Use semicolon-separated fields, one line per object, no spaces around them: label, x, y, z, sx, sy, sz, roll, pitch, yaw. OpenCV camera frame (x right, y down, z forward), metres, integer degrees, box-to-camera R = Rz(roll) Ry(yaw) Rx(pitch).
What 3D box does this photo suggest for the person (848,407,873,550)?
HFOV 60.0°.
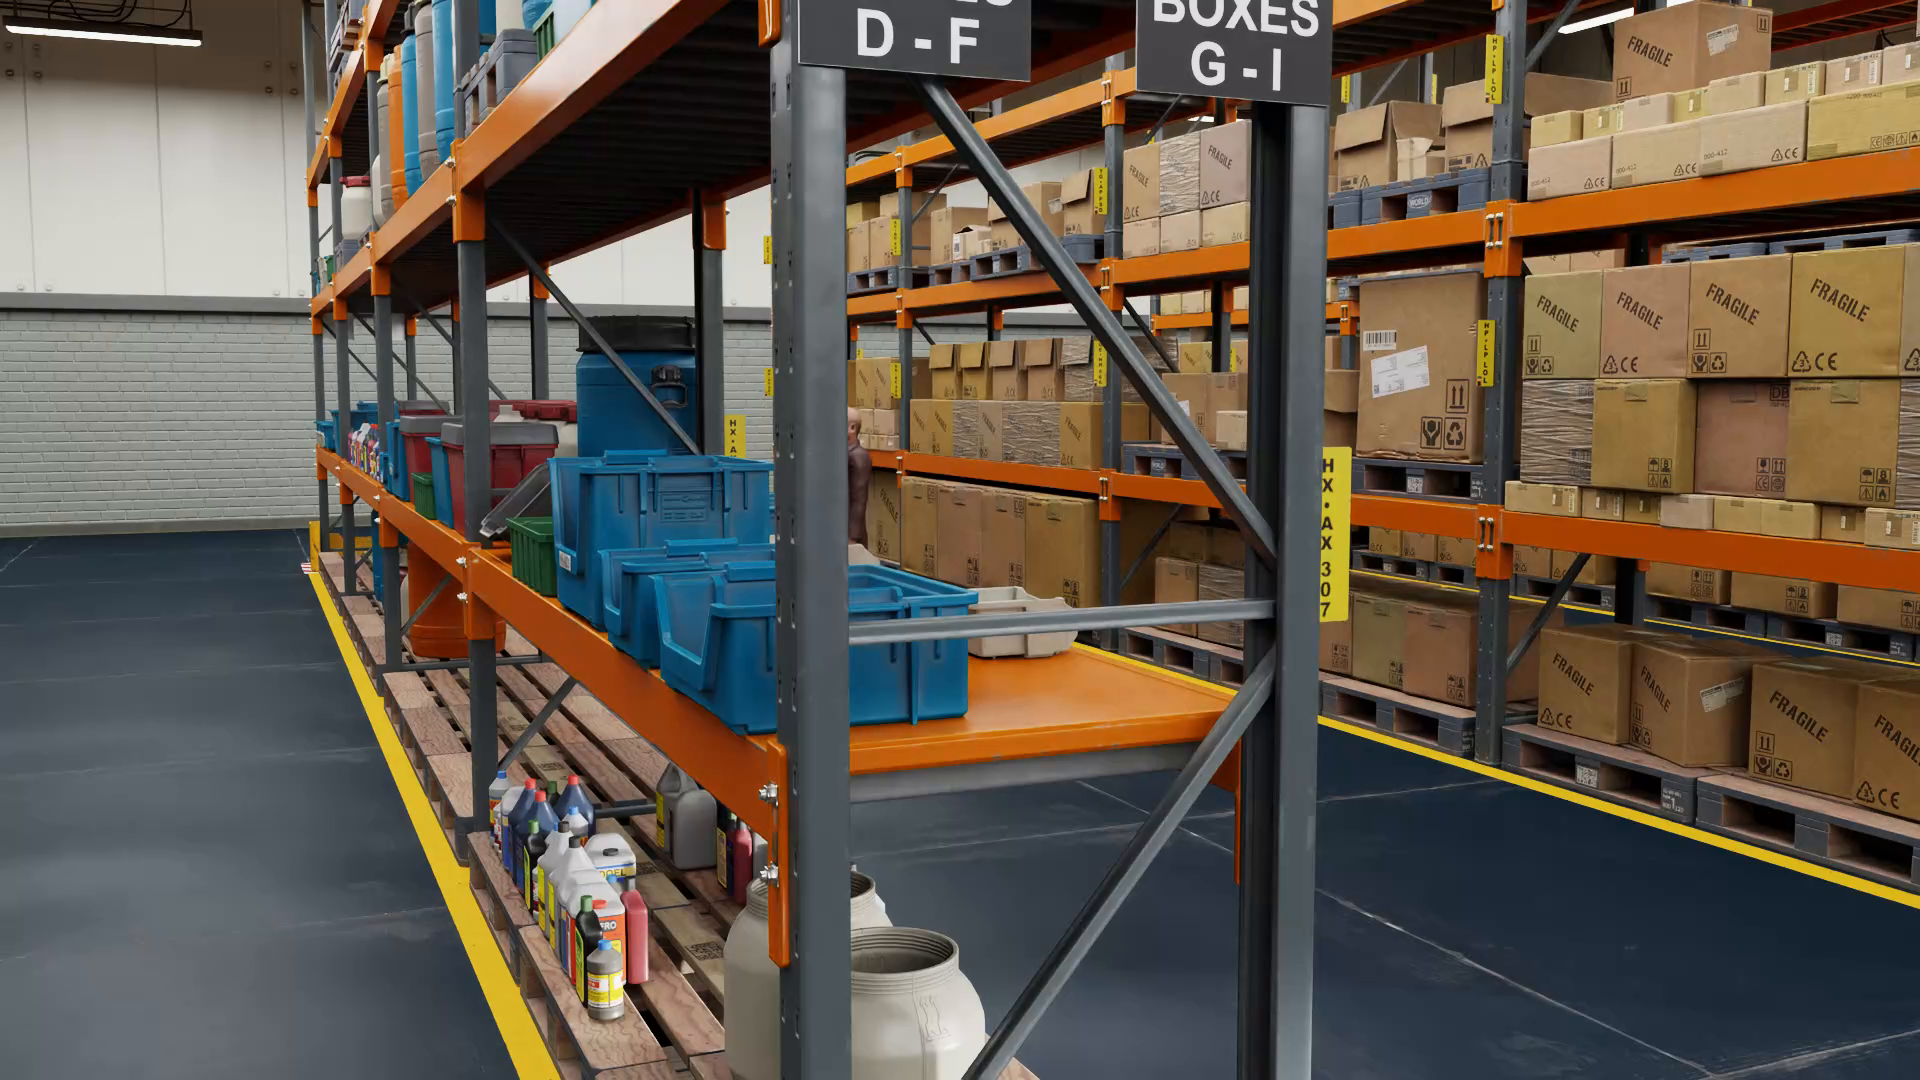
person;-0.791;0.007;11.280;0.397;1.809;0.561;-2;6;-22
